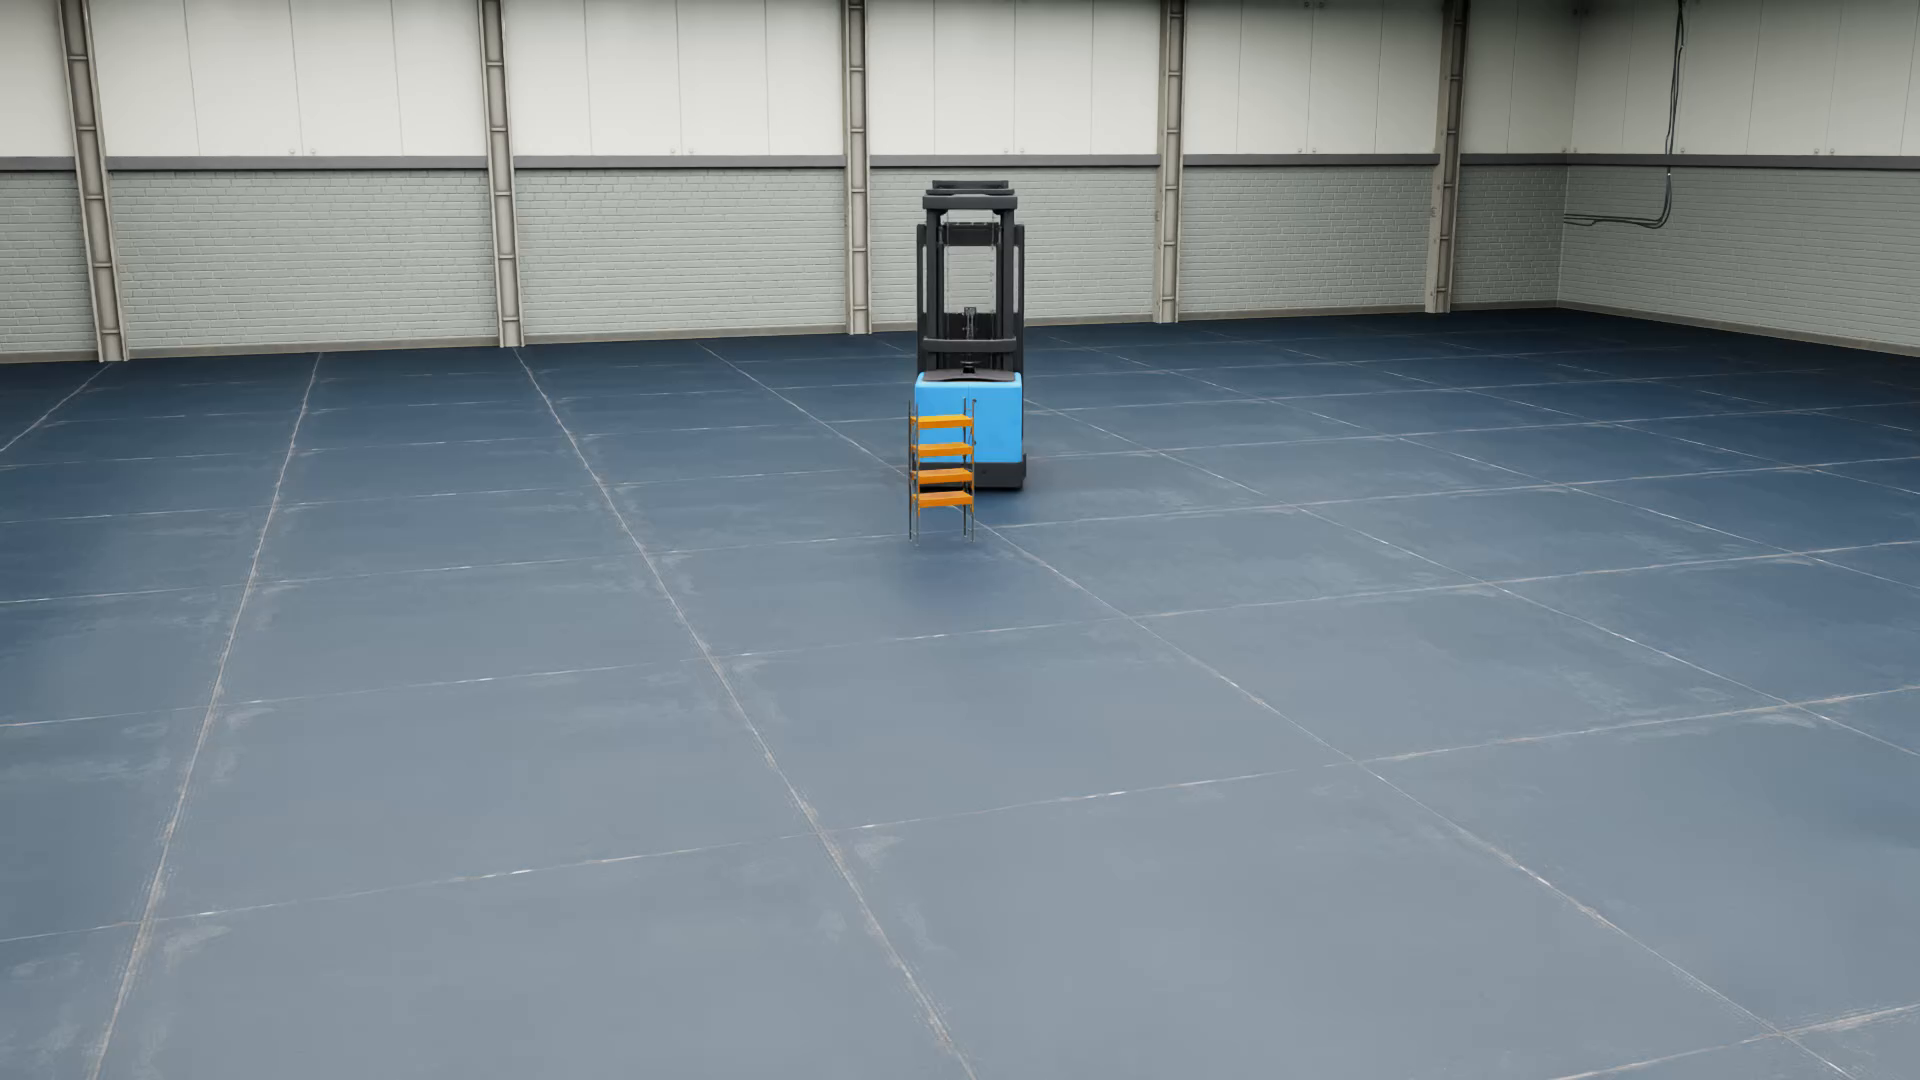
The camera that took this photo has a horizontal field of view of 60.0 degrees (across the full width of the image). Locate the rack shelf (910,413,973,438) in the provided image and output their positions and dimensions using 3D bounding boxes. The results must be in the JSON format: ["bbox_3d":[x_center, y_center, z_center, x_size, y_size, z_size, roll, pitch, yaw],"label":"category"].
[{"bbox_3d":[-0.157,-0.954,13.862,0.480,0.148,0.258,-4,14,-18],"label":"rack shelf"}]

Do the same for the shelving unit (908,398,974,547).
[{"bbox_3d":[-0.157,-0.571,13.953,0.503,1.200,0.258,-4,14,-18],"label":"shelving unit"}]

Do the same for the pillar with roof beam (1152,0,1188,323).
[{"bbox_3d":[5.258,-7.564,26.494,0.400,9.000,9.100,-4,14,-18],"label":"pillar with roof beam"}]

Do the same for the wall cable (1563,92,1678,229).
[{"bbox_3d":[12.785,-7.367,32.380,0.112,2.526,3.097,-4,14,-18],"label":"wall cable"}]

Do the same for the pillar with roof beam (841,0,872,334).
[{"bbox_3d":[-0.429,-7.121,24.633,0.400,9.000,9.100,-4,14,-18],"label":"pillar with roof beam"}]

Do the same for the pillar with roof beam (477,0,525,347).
[{"bbox_3d":[-6.116,-6.678,22.771,0.400,9.000,9.100,-4,14,-18],"label":"pillar with roof beam"}]

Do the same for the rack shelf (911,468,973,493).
[{"bbox_3d":[-0.157,-0.506,13.968,0.480,0.148,0.258,-4,14,-18],"label":"rack shelf"}]

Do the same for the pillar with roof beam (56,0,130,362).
[{"bbox_3d":[-11.802,-6.235,20.909,0.400,9.000,9.100,-4,14,-18],"label":"pillar with roof beam"}]

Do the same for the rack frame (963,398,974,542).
[{"bbox_3d":[0.074,-0.590,14.028,0.015,1.200,0.240,-4,14,-18],"label":"rack frame"}]

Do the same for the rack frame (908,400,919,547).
[{"bbox_3d":[-0.388,-0.553,13.877,0.015,1.200,0.240,-4,14,-18],"label":"rack frame"}]

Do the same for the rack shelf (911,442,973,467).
[{"bbox_3d":[-0.157,-0.724,13.916,0.480,0.148,0.258,-4,14,-18],"label":"rack shelf"}]

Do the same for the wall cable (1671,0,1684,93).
[{"bbox_3d":[13.648,-9.231,29.301,0.112,2.526,3.097,-4,14,-18],"label":"wall cable"}]

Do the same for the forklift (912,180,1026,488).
[{"bbox_3d":[0.112,-2.214,17.115,1.130,2.935,3.031,0,13,1],"label":"forklift"}]

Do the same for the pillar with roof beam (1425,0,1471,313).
[{"bbox_3d":[10.944,-8.006,28.356,0.400,9.000,9.100,-4,14,-18],"label":"pillar with roof beam"}]

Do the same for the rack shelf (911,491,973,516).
[{"bbox_3d":[-0.157,-0.313,14.014,0.480,0.148,0.258,-4,14,-18],"label":"rack shelf"}]
